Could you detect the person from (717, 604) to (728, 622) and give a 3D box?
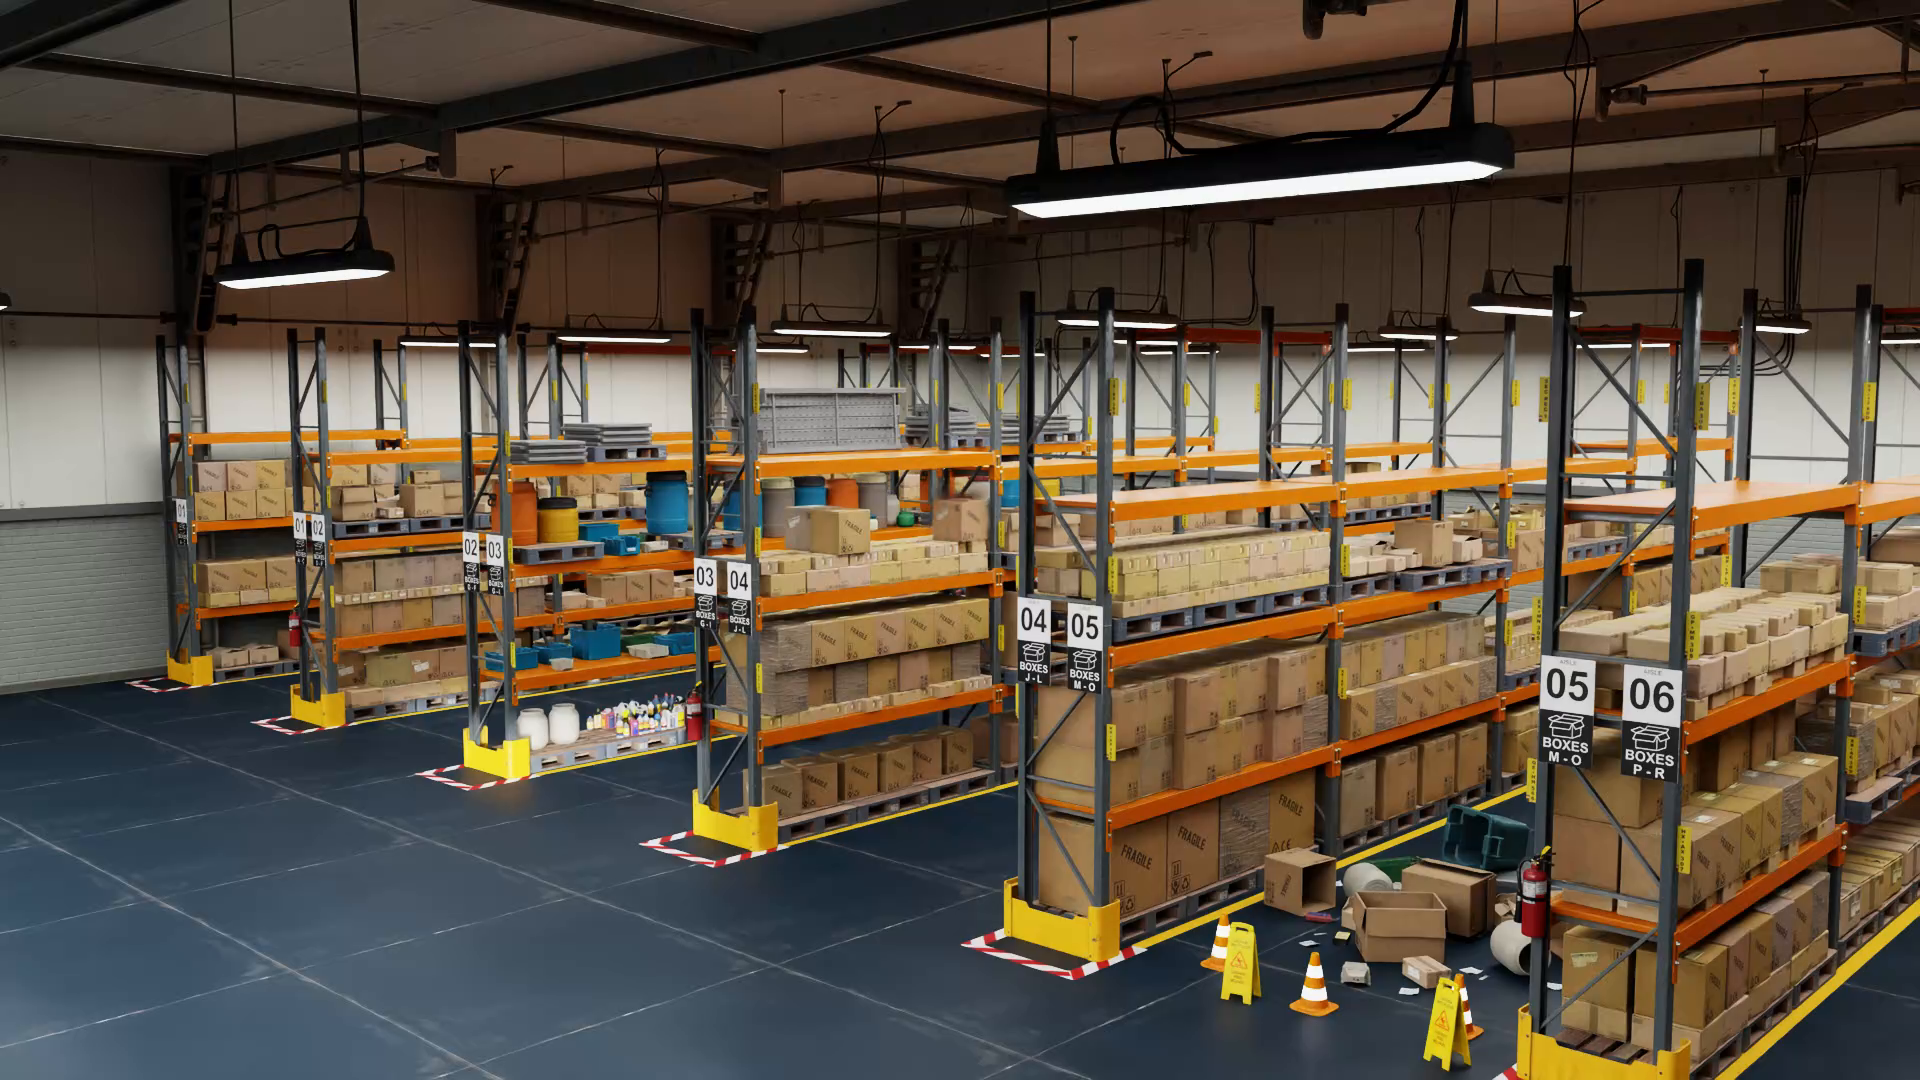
[{"bbox_3d":[-4.791,1.242,33.236,0.436,1.615,0.459,5,7,42],"label":"person"}]

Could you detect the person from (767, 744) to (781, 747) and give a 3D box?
[{"bbox_3d":[-2.427,2.134,23.807,0.573,1.581,1.044,3,6,27],"label":"person"}]
